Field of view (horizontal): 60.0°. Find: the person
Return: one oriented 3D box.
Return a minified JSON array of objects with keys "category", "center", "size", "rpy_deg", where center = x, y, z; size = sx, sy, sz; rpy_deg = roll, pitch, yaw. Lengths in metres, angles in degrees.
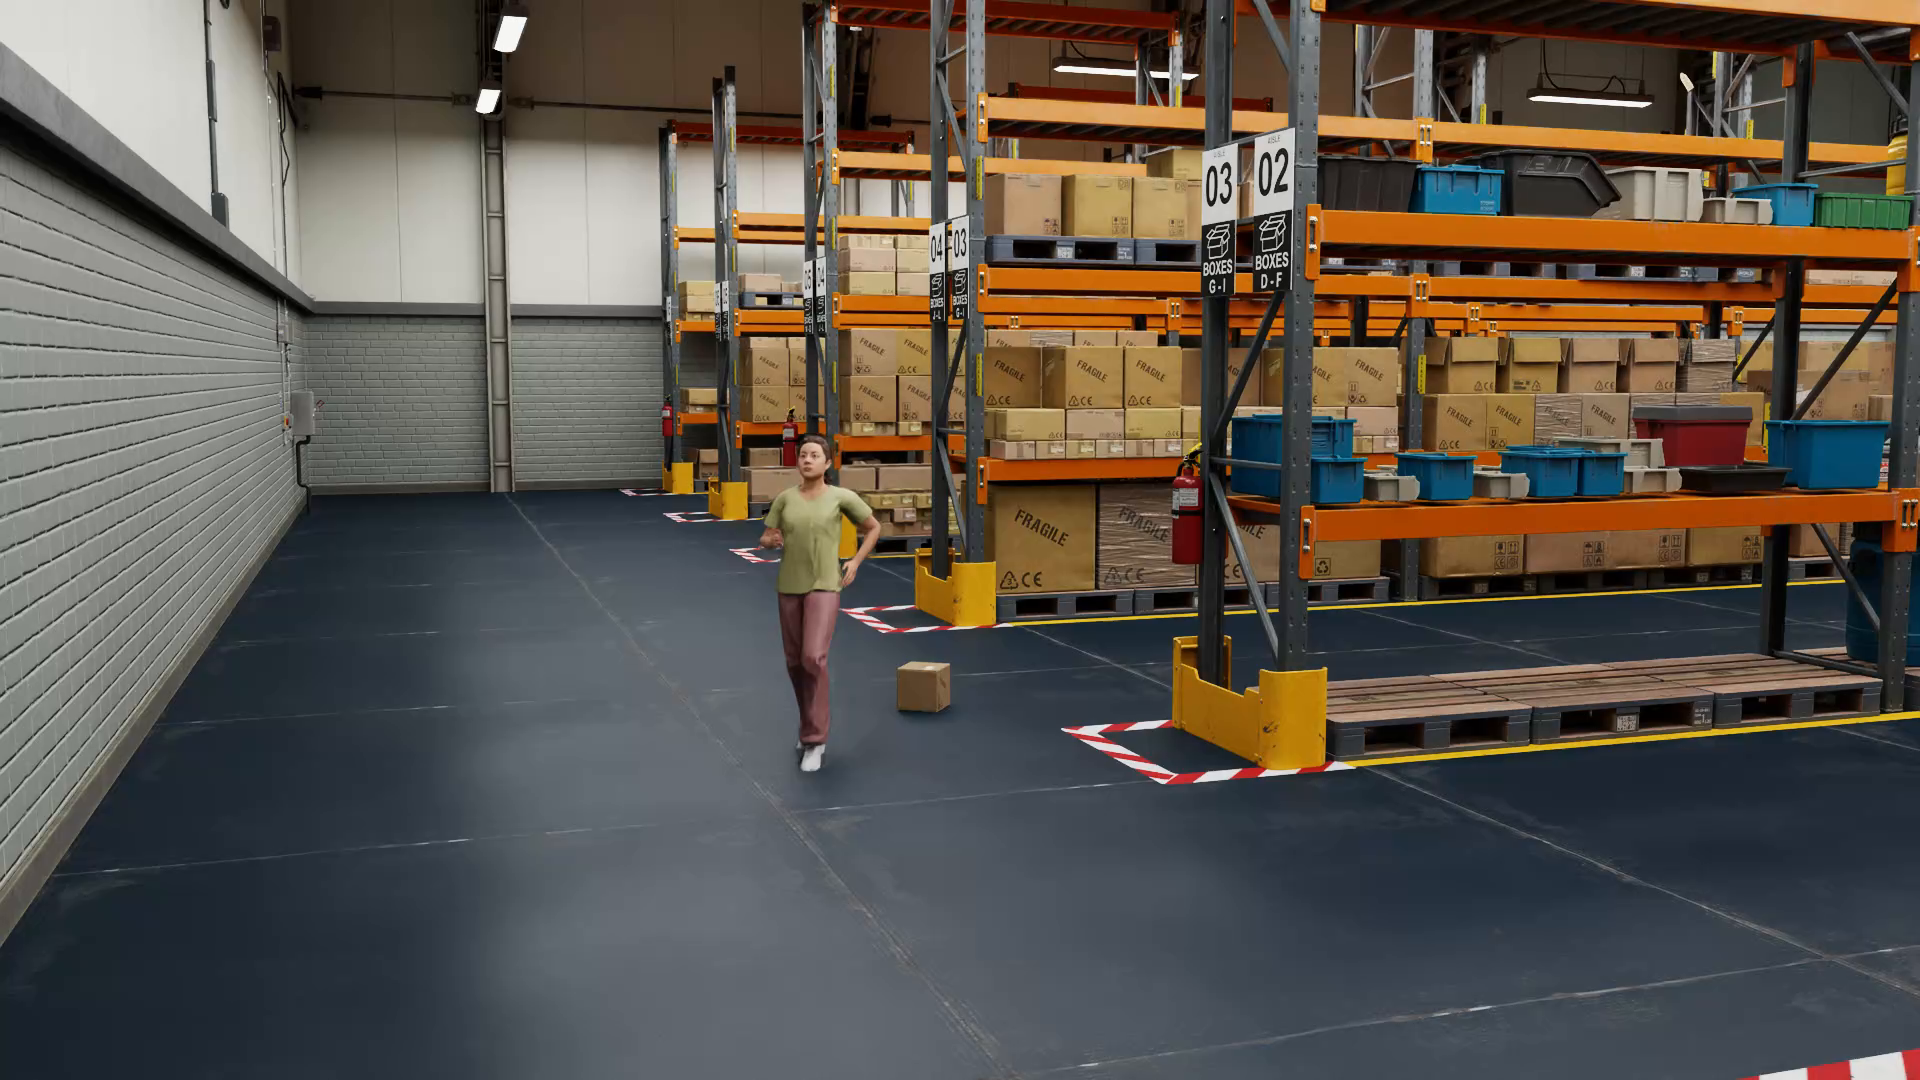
[{"category":"person","center":[-0.781,0.315,8.593],"size":[0.590,1.671,0.643],"rpy_deg":[2,6,17]}]
